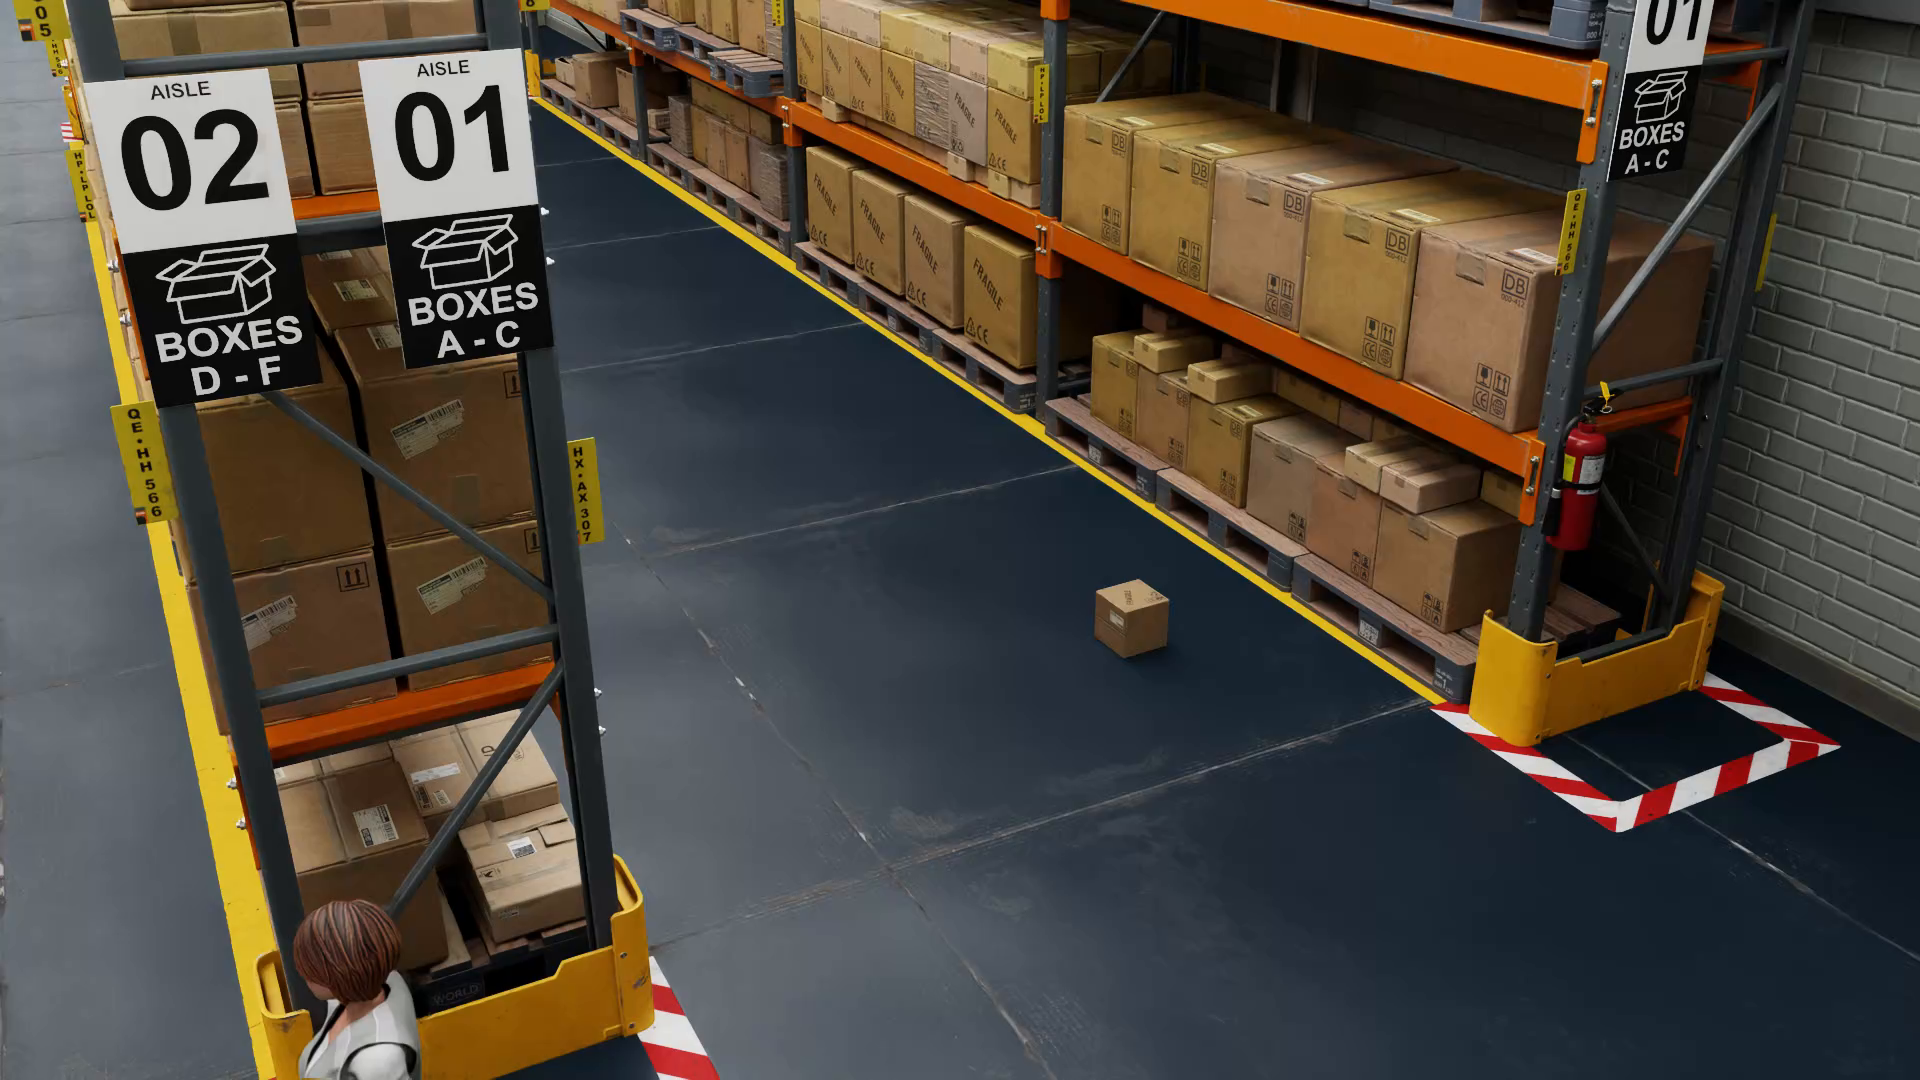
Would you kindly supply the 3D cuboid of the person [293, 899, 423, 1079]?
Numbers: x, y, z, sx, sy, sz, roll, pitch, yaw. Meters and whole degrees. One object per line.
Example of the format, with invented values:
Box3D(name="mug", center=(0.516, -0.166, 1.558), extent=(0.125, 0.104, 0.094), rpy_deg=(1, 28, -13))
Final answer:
Box3D(name="person", center=(-1.302, 1.536, 3.937), extent=(0.515, 1.568, 0.424), rpy_deg=(-11, 28, -21))
